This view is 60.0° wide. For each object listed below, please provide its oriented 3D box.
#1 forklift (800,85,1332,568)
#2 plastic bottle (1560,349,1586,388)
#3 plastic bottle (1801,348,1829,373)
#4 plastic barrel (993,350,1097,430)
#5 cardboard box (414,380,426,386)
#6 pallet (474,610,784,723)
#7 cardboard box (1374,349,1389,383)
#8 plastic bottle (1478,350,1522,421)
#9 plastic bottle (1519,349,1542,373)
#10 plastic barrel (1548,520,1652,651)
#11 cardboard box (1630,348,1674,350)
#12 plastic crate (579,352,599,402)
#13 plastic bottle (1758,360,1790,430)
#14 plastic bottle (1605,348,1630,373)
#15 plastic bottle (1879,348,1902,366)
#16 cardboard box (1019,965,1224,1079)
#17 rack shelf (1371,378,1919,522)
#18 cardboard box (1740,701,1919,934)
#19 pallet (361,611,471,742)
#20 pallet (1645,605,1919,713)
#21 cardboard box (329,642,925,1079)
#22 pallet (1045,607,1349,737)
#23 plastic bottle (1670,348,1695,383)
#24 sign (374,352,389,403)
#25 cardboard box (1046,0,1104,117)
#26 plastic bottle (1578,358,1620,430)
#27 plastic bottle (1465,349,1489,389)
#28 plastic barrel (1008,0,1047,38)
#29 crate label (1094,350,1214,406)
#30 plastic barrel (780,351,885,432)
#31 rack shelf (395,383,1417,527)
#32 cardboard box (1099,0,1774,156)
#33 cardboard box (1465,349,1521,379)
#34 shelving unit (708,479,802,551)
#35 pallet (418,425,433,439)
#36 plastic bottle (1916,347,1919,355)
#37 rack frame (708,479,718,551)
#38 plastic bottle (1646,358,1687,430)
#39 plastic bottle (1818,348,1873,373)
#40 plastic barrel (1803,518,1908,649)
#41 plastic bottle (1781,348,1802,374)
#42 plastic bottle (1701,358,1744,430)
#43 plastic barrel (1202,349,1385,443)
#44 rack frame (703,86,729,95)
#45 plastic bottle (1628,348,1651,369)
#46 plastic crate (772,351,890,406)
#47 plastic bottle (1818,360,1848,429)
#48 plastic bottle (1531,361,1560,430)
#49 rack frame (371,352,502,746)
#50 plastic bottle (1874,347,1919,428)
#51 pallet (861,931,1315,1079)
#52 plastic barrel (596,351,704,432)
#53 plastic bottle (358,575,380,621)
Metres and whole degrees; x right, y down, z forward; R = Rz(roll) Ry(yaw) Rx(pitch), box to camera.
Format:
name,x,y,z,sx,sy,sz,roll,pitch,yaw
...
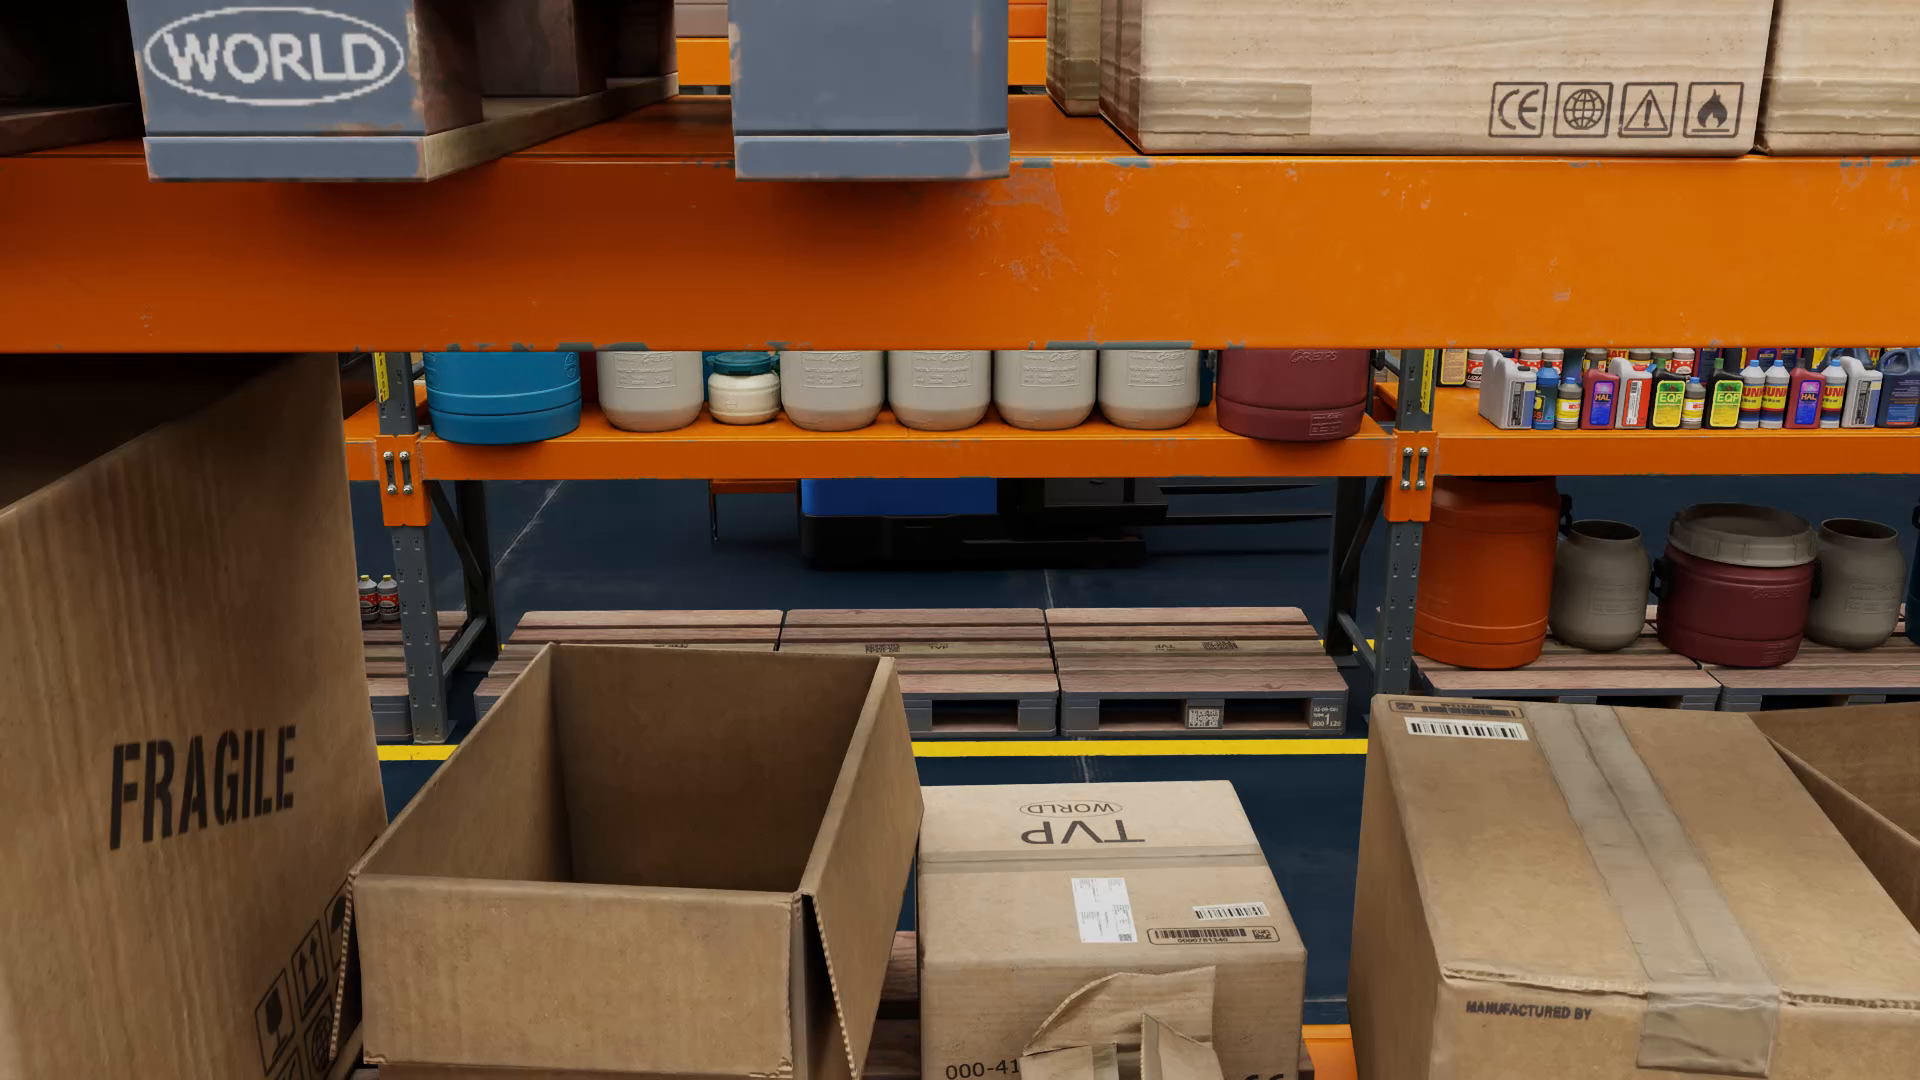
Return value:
name,x,y,z,sx,sy,sz,roll,pitch,yaw
forklift,0.626,-1.405,9.130,3.031,2.935,1.130,-1,18,-3
plastic bottle,2.729,-0.816,7.392,0.097,0.271,0.097,0,18,0
plastic bottle,3.809,-0.852,7.374,0.185,0.351,0.144,0,18,-1
plastic barrel,0.344,-0.729,6.727,0.421,0.512,0.421,0,18,0
cardboard box,-3.744,-1.057,11.747,0.500,0.250,0.500,0,18,-1
pallet,-1.425,0.583,7.384,1.213,0.211,1.003,0,18,-1
cardboard box,2.699,-1.200,11.748,0.500,0.500,0.500,-1,18,-3
plastic bottle,2.225,-0.639,6.832,0.135,0.276,0.152,0,18,-1
plastic bottle,2.534,-0.782,7.400,0.097,0.201,0.097,0,18,0
plastic barrel,2.842,0.199,7.403,0.421,0.512,0.421,0,18,0
cardboard box,4.732,-1.210,11.781,0.500,0.500,0.500,0,18,-1
plastic crate,-1.730,-0.855,7.198,0.583,0.464,0.402,0,18,-1
plastic bottle,3.268,-0.587,6.677,0.097,0.271,0.097,0,18,0
plastic bottle,2.924,-0.817,7.395,0.097,0.271,0.097,0,18,0
plastic bottle,4.163,-0.817,7.387,0.135,0.276,0.152,0,18,-1
cardboard box,0.205,0.719,1.928,0.258,0.266,0.396,-1,18,-2
rack shelf,3.790,-0.415,7.109,4.000,0.370,1.077,0,18,-1
cardboard box,1.329,0.532,2.128,0.500,0.500,0.500,-2,18,-8
pallet,-2.882,0.589,7.365,1.213,0.211,1.003,0,18,-1
pallet,3.795,0.558,7.463,1.213,0.211,1.003,0,18,-1
cardboard box,-0.399,0.498,2.228,0.637,0.503,0.797,2,18,5
pallet,1.015,0.571,7.421,1.213,0.211,1.003,0,18,-1
plastic bottle,3.216,-0.785,7.410,0.097,0.201,0.097,0,18,0
sign,-2.212,-0.693,6.343,0.005,0.325,0.100,0,18,-1
cardboard box,0.367,-0.660,2.030,0.500,0.250,0.500,0,18,0
plastic bottle,2.557,-0.584,6.648,0.133,0.283,0.061,0,18,-1
plastic bottle,2.304,-0.781,7.396,0.097,0.201,0.097,0,18,0
plastic barrel,0.312,-2.440,6.630,0.708,0.830,0.600,0,18,-1
crate label,0.792,-0.843,7.207,0.616,0.435,0.502,0,18,-1
plastic barrel,-0.516,-0.735,6.705,0.433,0.535,0.433,0,18,0
rack shelf,-0.210,-0.396,7.049,4.000,0.370,1.077,0,18,-1
cardboard box,0.399,-0.507,1.553,0.500,0.250,0.500,0,18,1
cardboard box,3.722,-1.204,11.764,0.500,0.500,0.500,-1,18,-3
shelving unit,-1.155,-0.550,9.299,0.503,1.200,0.258,-1,18,-3
pallet,-4.303,-0.916,12.058,1.213,0.211,1.003,0,18,-1
plastic bottle,4.184,-0.744,7.280,0.097,0.201,0.097,0,18,0
rack frame,-1.398,-0.547,9.288,0.015,1.200,0.240,-1,18,-3
plastic bottle,2.825,-0.585,6.652,0.133,0.283,0.061,0,18,-1
plastic bottle,3.637,-0.680,6.838,0.185,0.351,0.144,0,18,-1
plastic barrel,3.971,0.193,7.419,0.421,0.512,0.421,0,18,0
plastic bottle,3.650,-0.813,7.364,0.133,0.283,0.061,0,18,-1
plastic bottle,3.056,-0.586,6.655,0.133,0.283,0.061,0,18,-1
plastic barrel,1.331,-0.718,6.653,0.708,0.536,0.600,0,18,-1
rack frame,-2.366,-3.755,16.342,0.127,3.000,1.000,0,18,-1
plastic bottle,3.021,-0.784,7.407,0.097,0.201,0.097,0,18,0
plastic crate,-0.473,-0.723,7.237,0.662,0.188,0.450,0,18,-1
plastic bottle,3.499,-0.588,6.681,0.097,0.271,0.097,0,18,0
plastic bottle,2.344,-0.583,6.664,0.097,0.271,0.097,0,18,0
rack frame,-2.209,-0.729,6.909,0.127,3.000,1.000,0,18,-1
plastic bottle,3.774,-0.634,6.695,0.185,0.351,0.144,0,18,-1
pallet,-0.110,0.878,2.214,1.213,0.211,1.003,0,18,-1
plastic barrel,-1.249,-0.731,6.694,0.433,0.535,0.433,0,18,0
plastic bottle,-2.738,0.263,7.679,0.097,0.201,0.097,0,18,0
